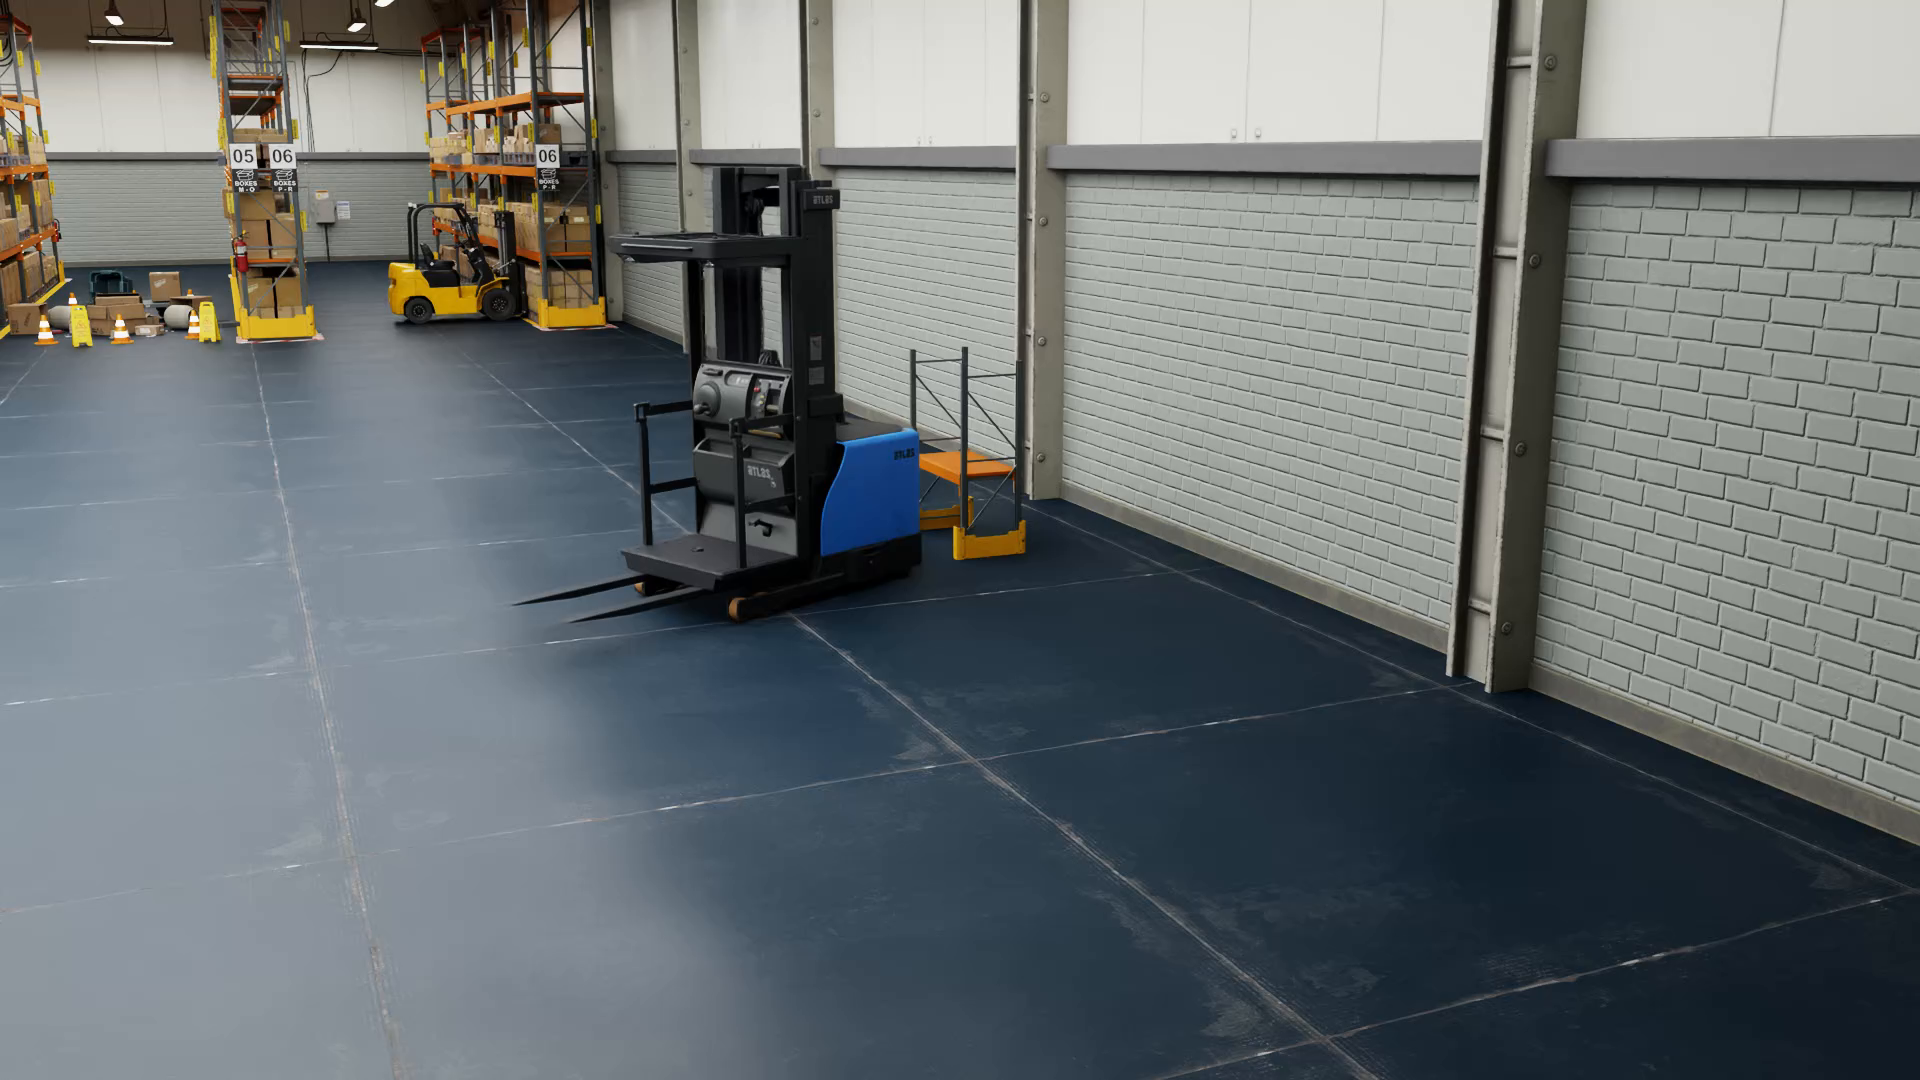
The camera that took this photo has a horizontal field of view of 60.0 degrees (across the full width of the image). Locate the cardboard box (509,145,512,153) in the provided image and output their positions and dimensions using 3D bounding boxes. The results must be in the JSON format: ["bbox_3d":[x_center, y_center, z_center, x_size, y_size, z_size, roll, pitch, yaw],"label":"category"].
[{"bbox_3d":[-8.441,-7.508,31.908,0.380,0.149,0.250,-5,14,-21],"label":"cardboard box"}]

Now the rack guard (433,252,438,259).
[{"bbox_3d":[-13.427,-7.440,44.408,1.175,0.500,0.348,-6,14,-23],"label":"rack guard"}]

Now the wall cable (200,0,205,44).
[{"bbox_3d":[-21.958,-15.079,45.261,2.355,3.000,0.029,-6,14,-23],"label":"wall cable"}]

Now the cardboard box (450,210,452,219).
[{"bbox_3d":[-12.283,-8.002,40.966,0.500,0.250,0.500,-5,14,-22],"label":"cardboard box"}]

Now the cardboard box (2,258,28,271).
[{"bbox_3d":[-19.349,-5.620,33.950,0.500,0.250,0.500,-6,14,-26],"label":"cardboard box"}]

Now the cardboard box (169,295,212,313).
[{"bbox_3d":[-14.015,-4.184,30.335,0.500,0.500,0.500,4,14,16],"label":"cardboard box"}]

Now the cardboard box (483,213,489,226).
[{"bbox_3d":[-9.906,-6.864,35.600,0.500,0.250,0.500,-6,14,-24],"label":"cardboard box"}]

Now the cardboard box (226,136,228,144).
[{"bbox_3d":[-12.646,-7.003,29.113,0.380,0.149,0.250,-5,14,-22],"label":"cardboard box"}]

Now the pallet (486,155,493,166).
[{"bbox_3d":[-9.448,-8.027,35.167,1.003,0.211,1.213,-5,14,-20],"label":"pallet"}]

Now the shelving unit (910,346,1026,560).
[{"bbox_3d":[0.031,-0.715,13.133,0.587,1.500,1.083,-6,14,-23],"label":"shelving unit"}]

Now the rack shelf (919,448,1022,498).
[{"bbox_3d":[0.034,-0.538,13.165,0.538,0.185,1.000,-6,14,-23],"label":"rack shelf"}]

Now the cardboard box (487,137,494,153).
[{"bbox_3d":[-9.471,-8.152,34.331,0.500,0.311,0.500,-6,14,-25],"label":"cardboard box"}]

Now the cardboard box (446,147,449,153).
[{"bbox_3d":[-12.028,-9.285,39.588,0.380,0.149,0.250,-5,14,-22],"label":"cardboard box"}]

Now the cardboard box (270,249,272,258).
[{"bbox_3d":[-11.655,-4.936,28.603,0.380,0.149,0.250,-5,14,-22],"label":"cardboard box"}]

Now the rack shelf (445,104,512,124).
[{"bbox_3d":[-11.054,-9.811,38.287,1.077,0.370,4.000,-6,14,-23],"label":"rack shelf"}]

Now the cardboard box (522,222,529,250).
[{"bbox_3d":[-7.891,-5.708,31.160,0.500,0.500,0.500,-6,14,-24],"label":"cardboard box"}]

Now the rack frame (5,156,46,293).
[{"bbox_3d":[-20.897,-6.930,36.660,1.000,3.000,0.127,-6,14,-23],"label":"rack frame"}]

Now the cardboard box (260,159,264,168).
[{"bbox_3d":[-12.259,-6.719,29.651,0.380,0.149,0.250,-6,14,-23],"label":"cardboard box"}]

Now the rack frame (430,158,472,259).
[{"bbox_3d":[-13.457,-8.674,44.193,1.000,3.000,0.127,-6,14,-23],"label":"rack frame"}]

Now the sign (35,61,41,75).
[{"bbox_3d":[-21.982,-11.257,39.630,0.100,0.325,0.005,-6,14,-23],"label":"sign"}]

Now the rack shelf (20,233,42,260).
[{"bbox_3d":[-20.096,-6.166,34.956,1.077,0.370,4.000,-6,14,-23],"label":"rack shelf"}]

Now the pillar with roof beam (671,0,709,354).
[{"bbox_3d":[-8.042,-6.887,23.172,9.100,9.000,0.400,-6,14,-23],"label":"pillar with roof beam"}]

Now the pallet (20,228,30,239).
[{"bbox_3d":[-20.125,-6.415,34.862,1.003,0.211,1.213,-6,14,-23],"label":"pallet"}]

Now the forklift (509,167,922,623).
[{"bbox_3d":[-1.636,-1.014,11.249,1.130,2.935,3.031,11,17,40],"label":"forklift"}]

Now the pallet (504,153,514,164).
[{"bbox_3d":[-8.285,-7.439,32.402,1.003,0.211,1.213,-6,14,-23],"label":"pallet"}]

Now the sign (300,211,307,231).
[{"bbox_3d":[-11.098,-5.390,28.085,0.100,0.325,0.005,-6,14,-23],"label":"sign"}]

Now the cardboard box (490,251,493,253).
[{"bbox_3d":[-10.885,-6.515,38.039,0.380,0.149,0.250,-6,14,-25],"label":"cardboard box"}]

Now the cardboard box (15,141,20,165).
[{"bbox_3d":[-19.691,-7.961,34.242,0.500,0.500,0.500,-6,14,-23],"label":"cardboard box"}]

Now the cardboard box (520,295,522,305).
[{"bbox_3d":[-8.137,-4.615,31.822,0.500,0.250,0.500,-5,14,-21],"label":"cardboard box"}]

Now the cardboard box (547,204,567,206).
[{"bbox_3d":[-7.689,-6.343,31.802,0.380,0.149,0.250,-5,14,-21],"label":"cardboard box"}]

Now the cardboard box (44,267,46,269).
[{"bbox_3d":[-21.257,-6.201,38.240,0.380,0.149,0.250,-5,14,-20],"label":"cardboard box"}]

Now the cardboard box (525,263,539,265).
[{"bbox_3d":[-8.339,-5.210,32.177,0.500,0.250,0.500,-5,14,-21],"label":"cardboard box"}]

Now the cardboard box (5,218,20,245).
[{"bbox_3d":[-18.868,-6.084,32.781,0.500,0.500,0.500,-6,14,-23],"label":"cardboard box"}]

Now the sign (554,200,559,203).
[{"bbox_3d":[-8.143,-6.705,33.593,0.100,0.325,0.005,-6,14,-23],"label":"sign"}]

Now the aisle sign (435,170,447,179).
[{"bbox_3d":[-13.754,-9.928,43.847,0.394,0.787,0.004,-6,14,-23],"label":"aisle sign"}]

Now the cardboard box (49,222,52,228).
[{"bbox_3d":[-22.109,-7.592,40.079,0.380,0.149,0.250,-6,14,-23],"label":"cardboard box"}]

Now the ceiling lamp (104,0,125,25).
[{"bbox_3d":[-18.069,-12.795,35.750,0.800,3.185,2.000,-6,14,-23],"label":"ceiling lamp"}]

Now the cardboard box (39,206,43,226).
[{"bbox_3d":[-21.069,-7.350,37.595,0.500,0.500,0.500,-6,14,-23],"label":"cardboard box"}]

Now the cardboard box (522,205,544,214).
[{"bbox_3d":[-7.988,-6.187,31.131,0.380,0.149,0.250,-5,14,-22],"label":"cardboard box"}]

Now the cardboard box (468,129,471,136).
[{"bbox_3d":[-11.533,-9.678,39.705,0.396,0.266,0.258,-6,14,-23],"label":"cardboard box"}]

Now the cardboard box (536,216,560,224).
[{"bbox_3d":[-7.444,-5.779,30.027,0.380,0.149,0.250,-5,14,-22],"label":"cardboard box"}]

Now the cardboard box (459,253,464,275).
[{"bbox_3d":[-11.867,-6.714,40.338,0.500,0.500,0.500,-5,14,-21],"label":"cardboard box"}]

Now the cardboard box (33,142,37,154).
[{"bbox_3d":[-21.254,-8.892,37.707,0.500,0.250,0.500,-5,14,-22],"label":"cardboard box"}]

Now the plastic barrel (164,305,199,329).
[{"bbox_3d":[-13.809,-3.954,29.514,0.512,0.421,0.421,4,14,16],"label":"plastic barrel"}]

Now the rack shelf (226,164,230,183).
[{"bbox_3d":[-13.998,-7.269,33.069,1.077,0.370,4.000,-6,14,-23],"label":"rack shelf"}]

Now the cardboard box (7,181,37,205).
[{"bbox_3d":[-20.854,-7.726,37.001,0.500,0.500,0.500,-5,14,-22],"label":"cardboard box"}]

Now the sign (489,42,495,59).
[{"bbox_3d":[-9.143,-9.559,32.468,0.100,0.325,0.005,-6,14,-23],"label":"sign"}]

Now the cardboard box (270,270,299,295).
[{"bbox_3d":[-12.303,-4.667,30.387,0.500,0.500,0.500,-5,14,-20],"label":"cardboard box"}]

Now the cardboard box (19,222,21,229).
[{"bbox_3d":[-19.723,-6.518,34.506,0.380,0.149,0.250,-5,14,-21],"label":"cardboard box"}]

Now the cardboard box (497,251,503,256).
[{"bbox_3d":[-10.431,-6.561,38.239,0.380,0.149,0.250,-5,14,-22],"label":"cardboard box"}]

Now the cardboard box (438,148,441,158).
[{"bbox_3d":[-12.886,-9.776,41.976,0.500,0.250,0.500,-6,14,-24],"label":"cardboard box"}]

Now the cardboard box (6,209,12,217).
[{"bbox_3d":[-19.304,-6.590,33.496,0.380,0.149,0.250,-6,14,-23],"label":"cardboard box"}]
